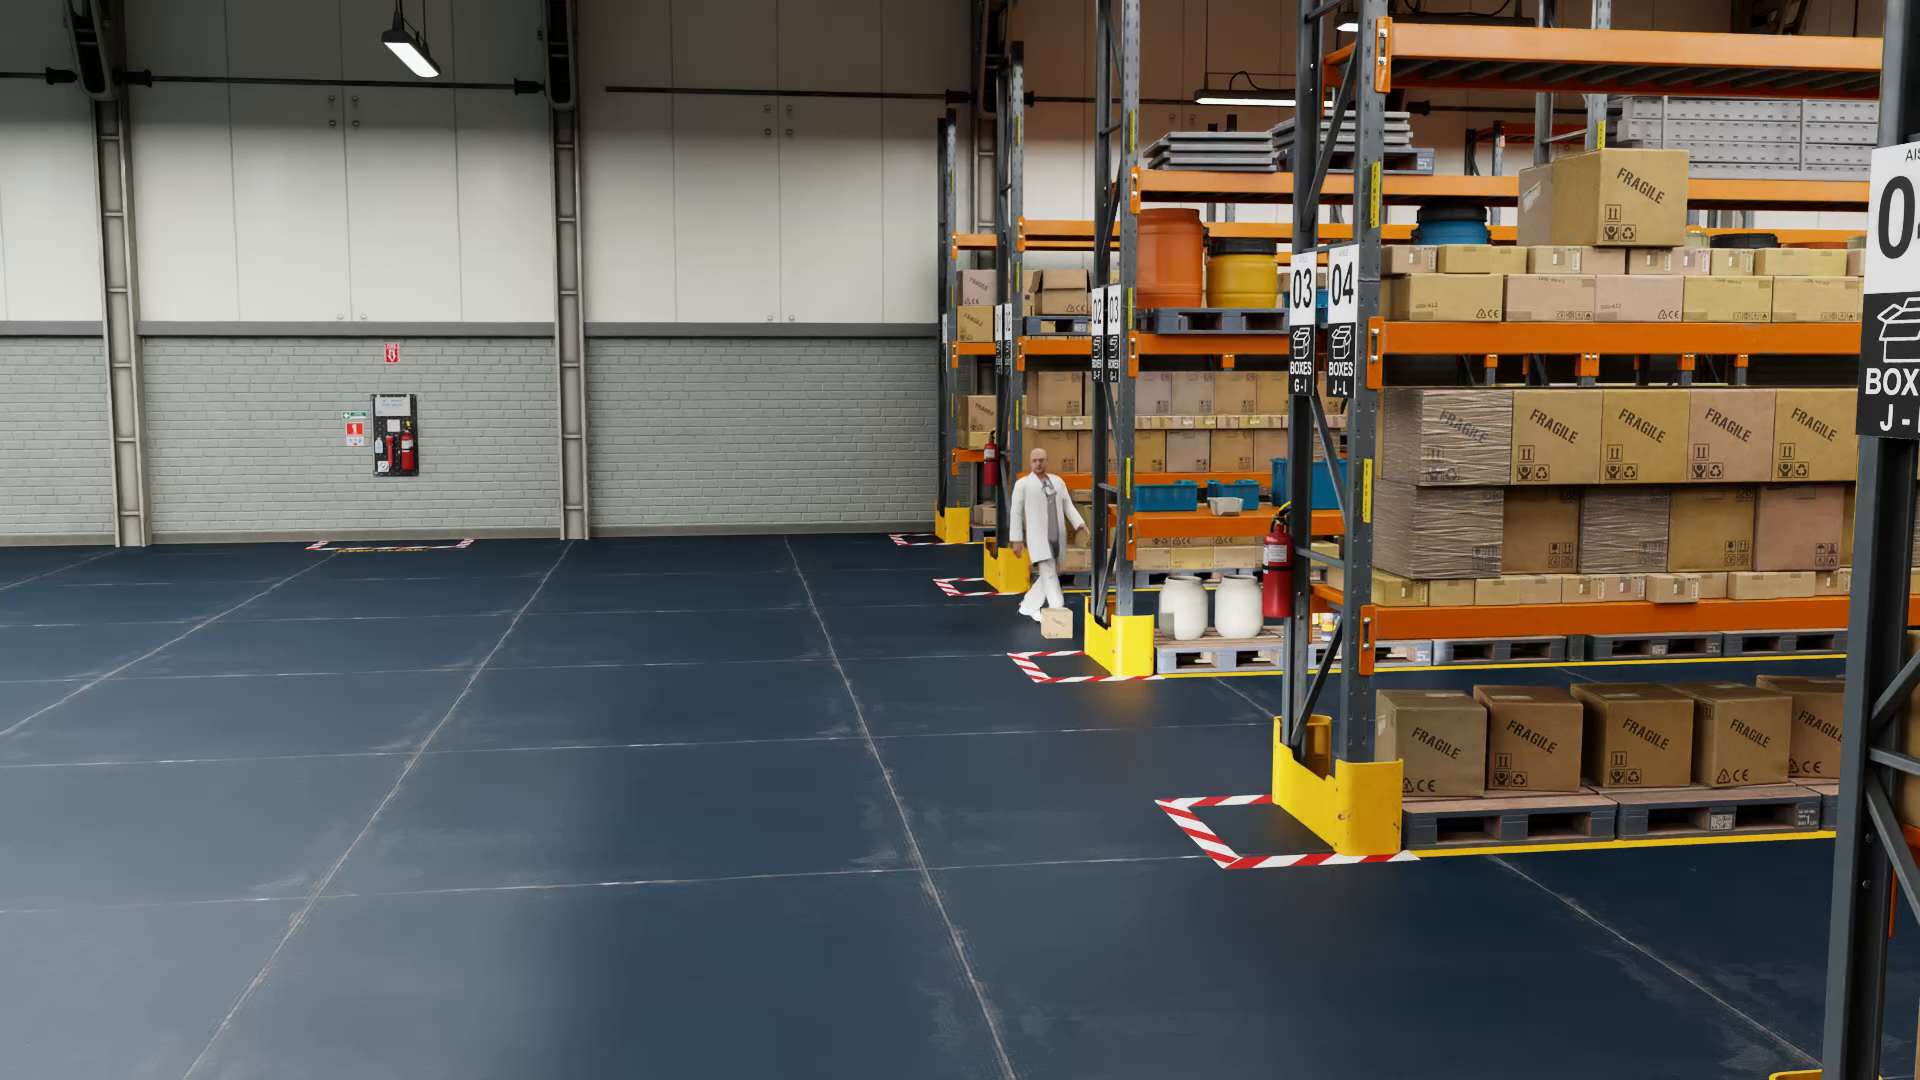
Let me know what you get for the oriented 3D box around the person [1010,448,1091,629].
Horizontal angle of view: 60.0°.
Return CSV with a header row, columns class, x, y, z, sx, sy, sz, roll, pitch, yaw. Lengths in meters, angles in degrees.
class,x,y,z,sx,sy,sz,roll,pitch,yaw
person,0.875,-0.013,16.012,0.649,1.729,1.036,-4,7,-30
